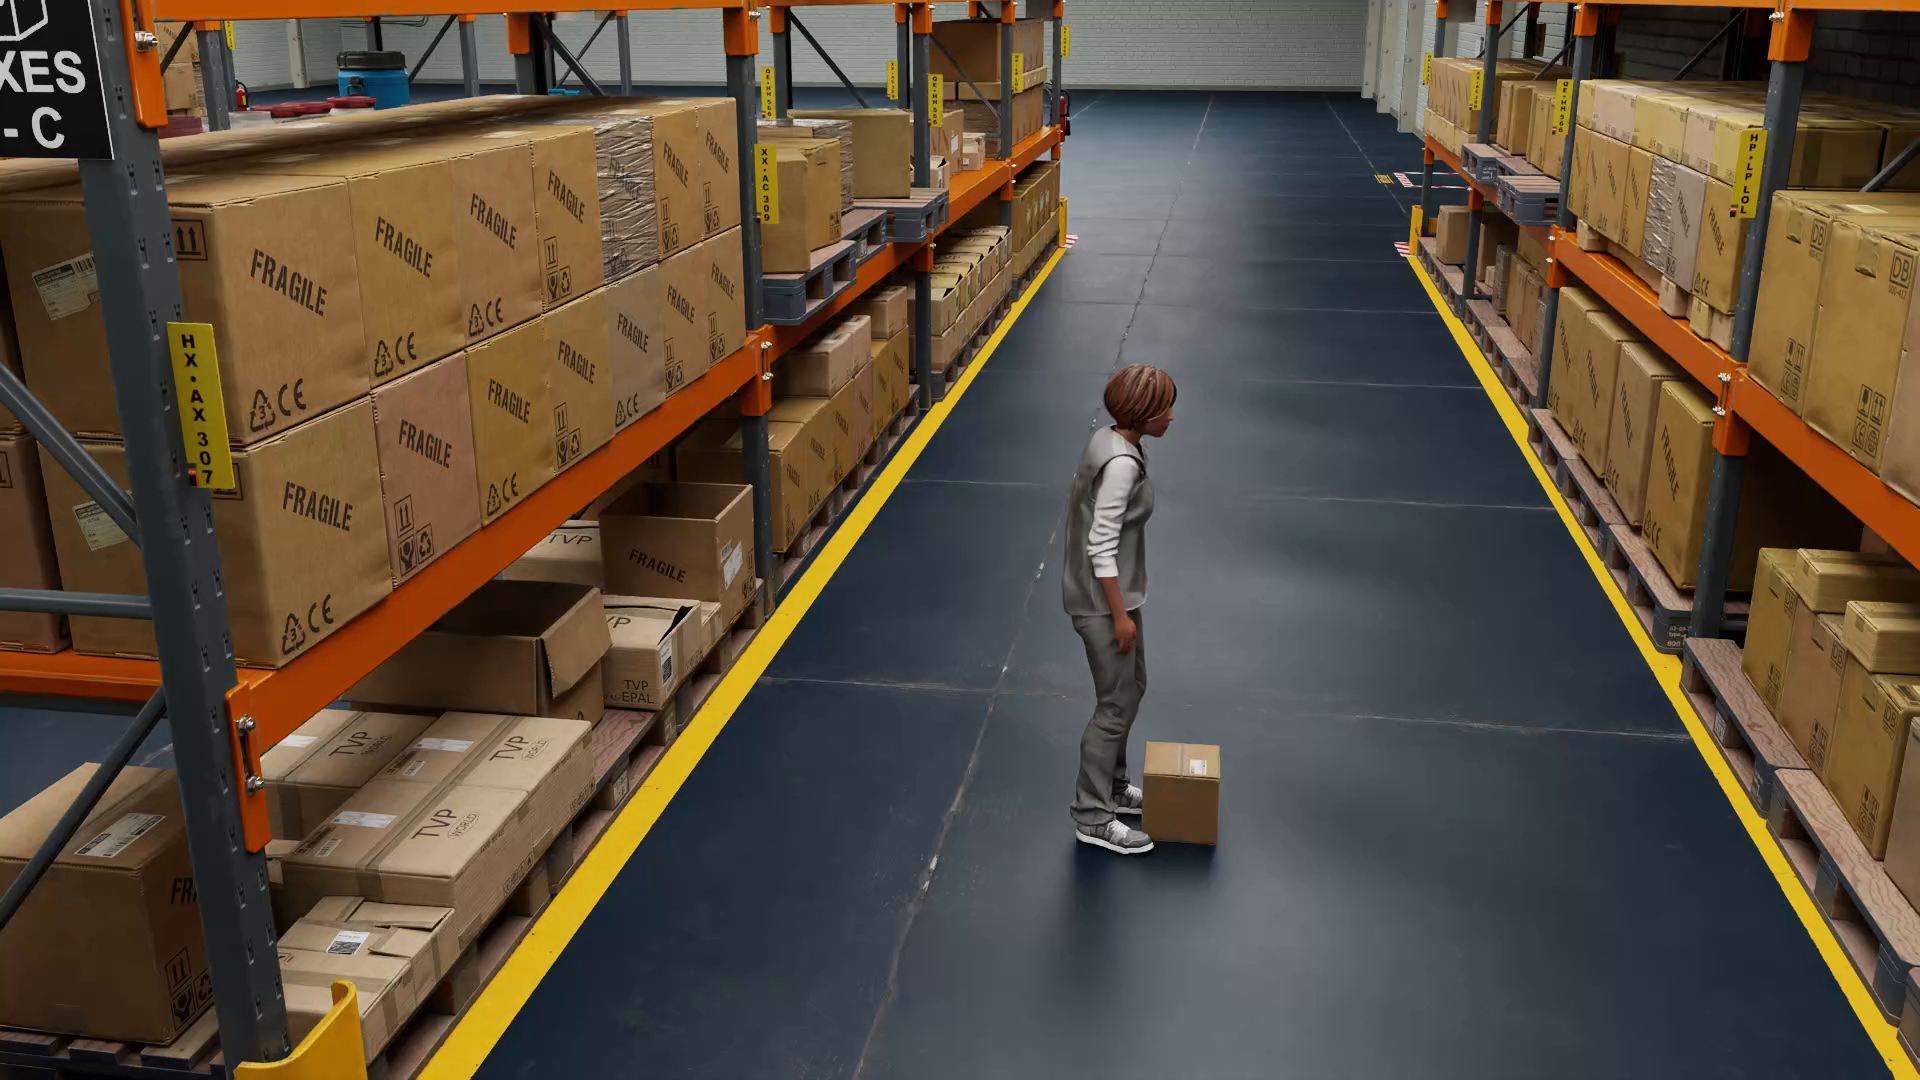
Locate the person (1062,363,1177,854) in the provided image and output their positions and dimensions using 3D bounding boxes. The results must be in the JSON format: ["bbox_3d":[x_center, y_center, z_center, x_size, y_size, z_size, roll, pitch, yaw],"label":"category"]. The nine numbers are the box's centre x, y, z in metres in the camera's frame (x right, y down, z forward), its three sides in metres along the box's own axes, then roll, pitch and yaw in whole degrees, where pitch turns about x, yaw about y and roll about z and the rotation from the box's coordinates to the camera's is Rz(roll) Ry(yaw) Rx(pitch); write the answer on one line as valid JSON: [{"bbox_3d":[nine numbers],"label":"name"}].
[{"bbox_3d":[0.517,0.208,5.439,0.364,1.593,0.462,3,18,9],"label":"person"}]
